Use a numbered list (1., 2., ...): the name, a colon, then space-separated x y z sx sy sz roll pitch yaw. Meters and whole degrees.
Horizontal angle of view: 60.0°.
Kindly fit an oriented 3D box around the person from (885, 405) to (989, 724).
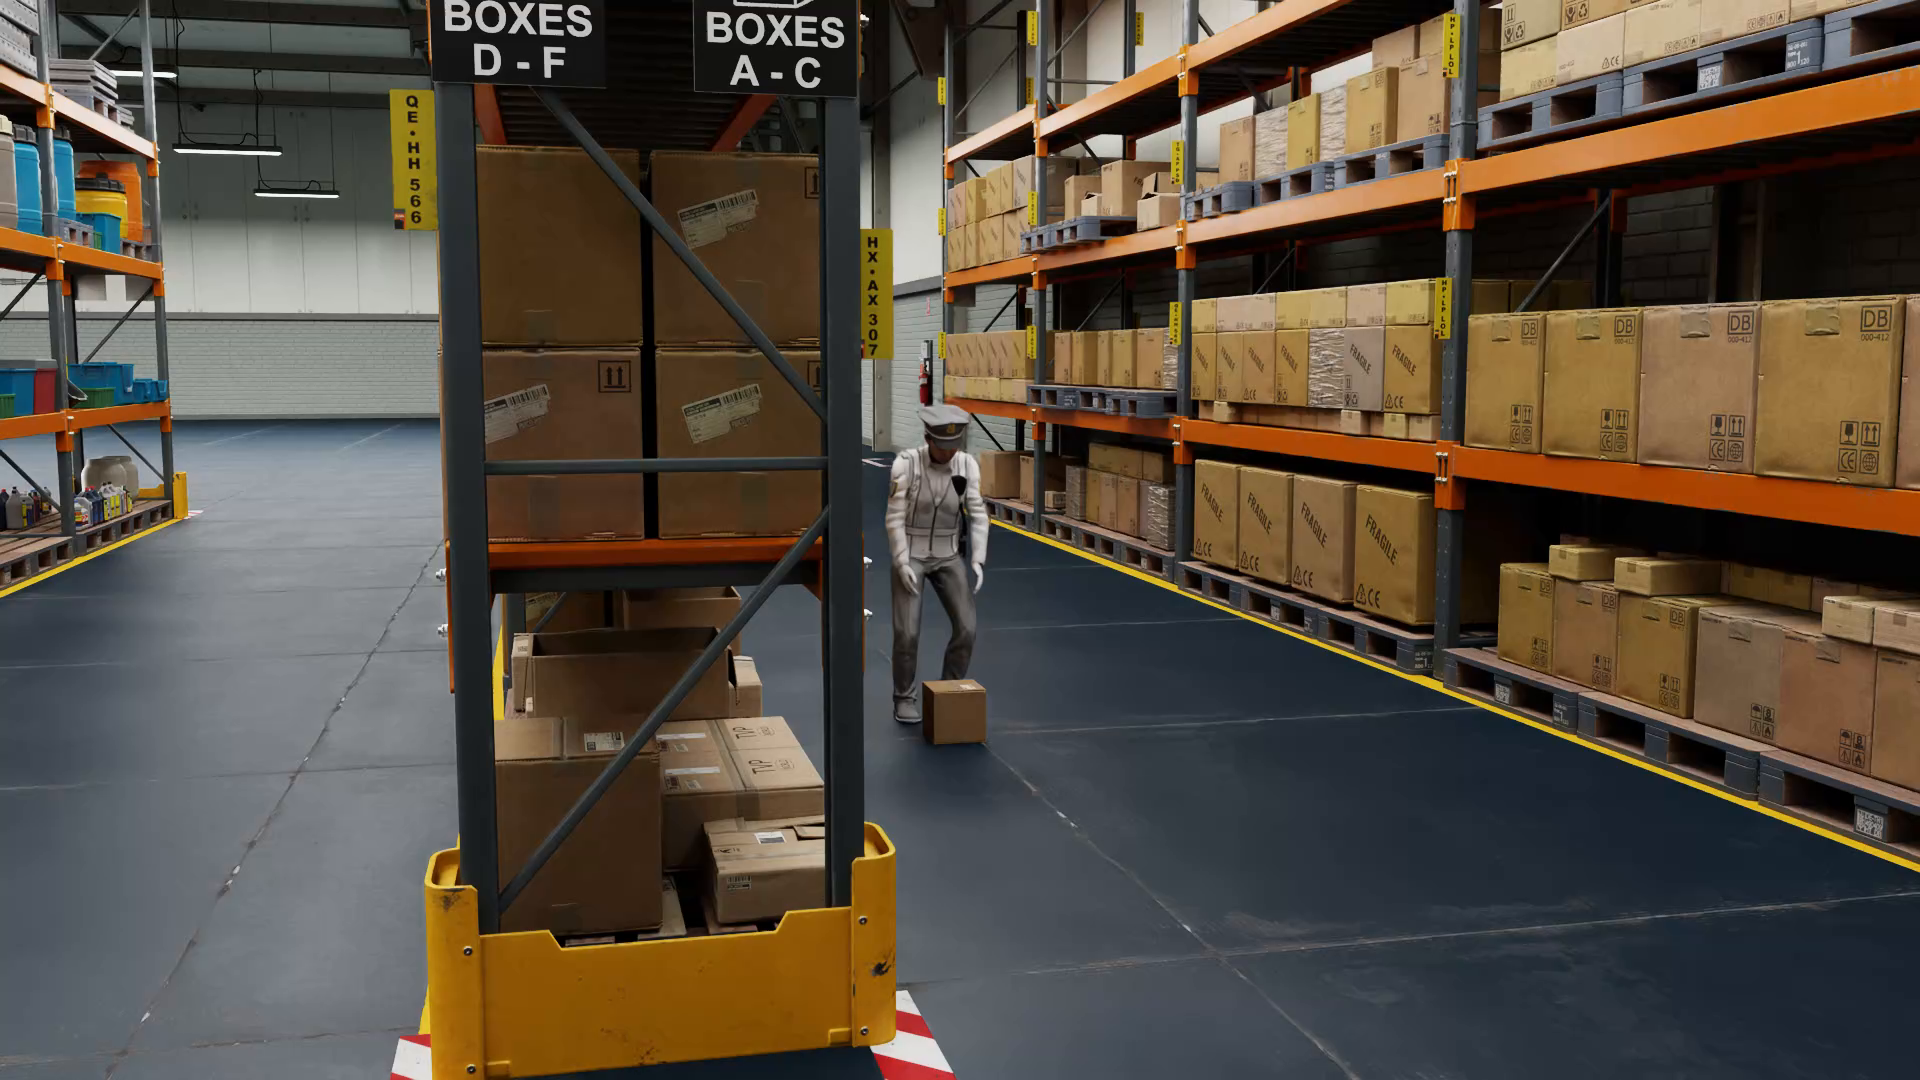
1. person: -0.111 0.116 8.159 0.520 1.559 0.548 -1 6 -13
